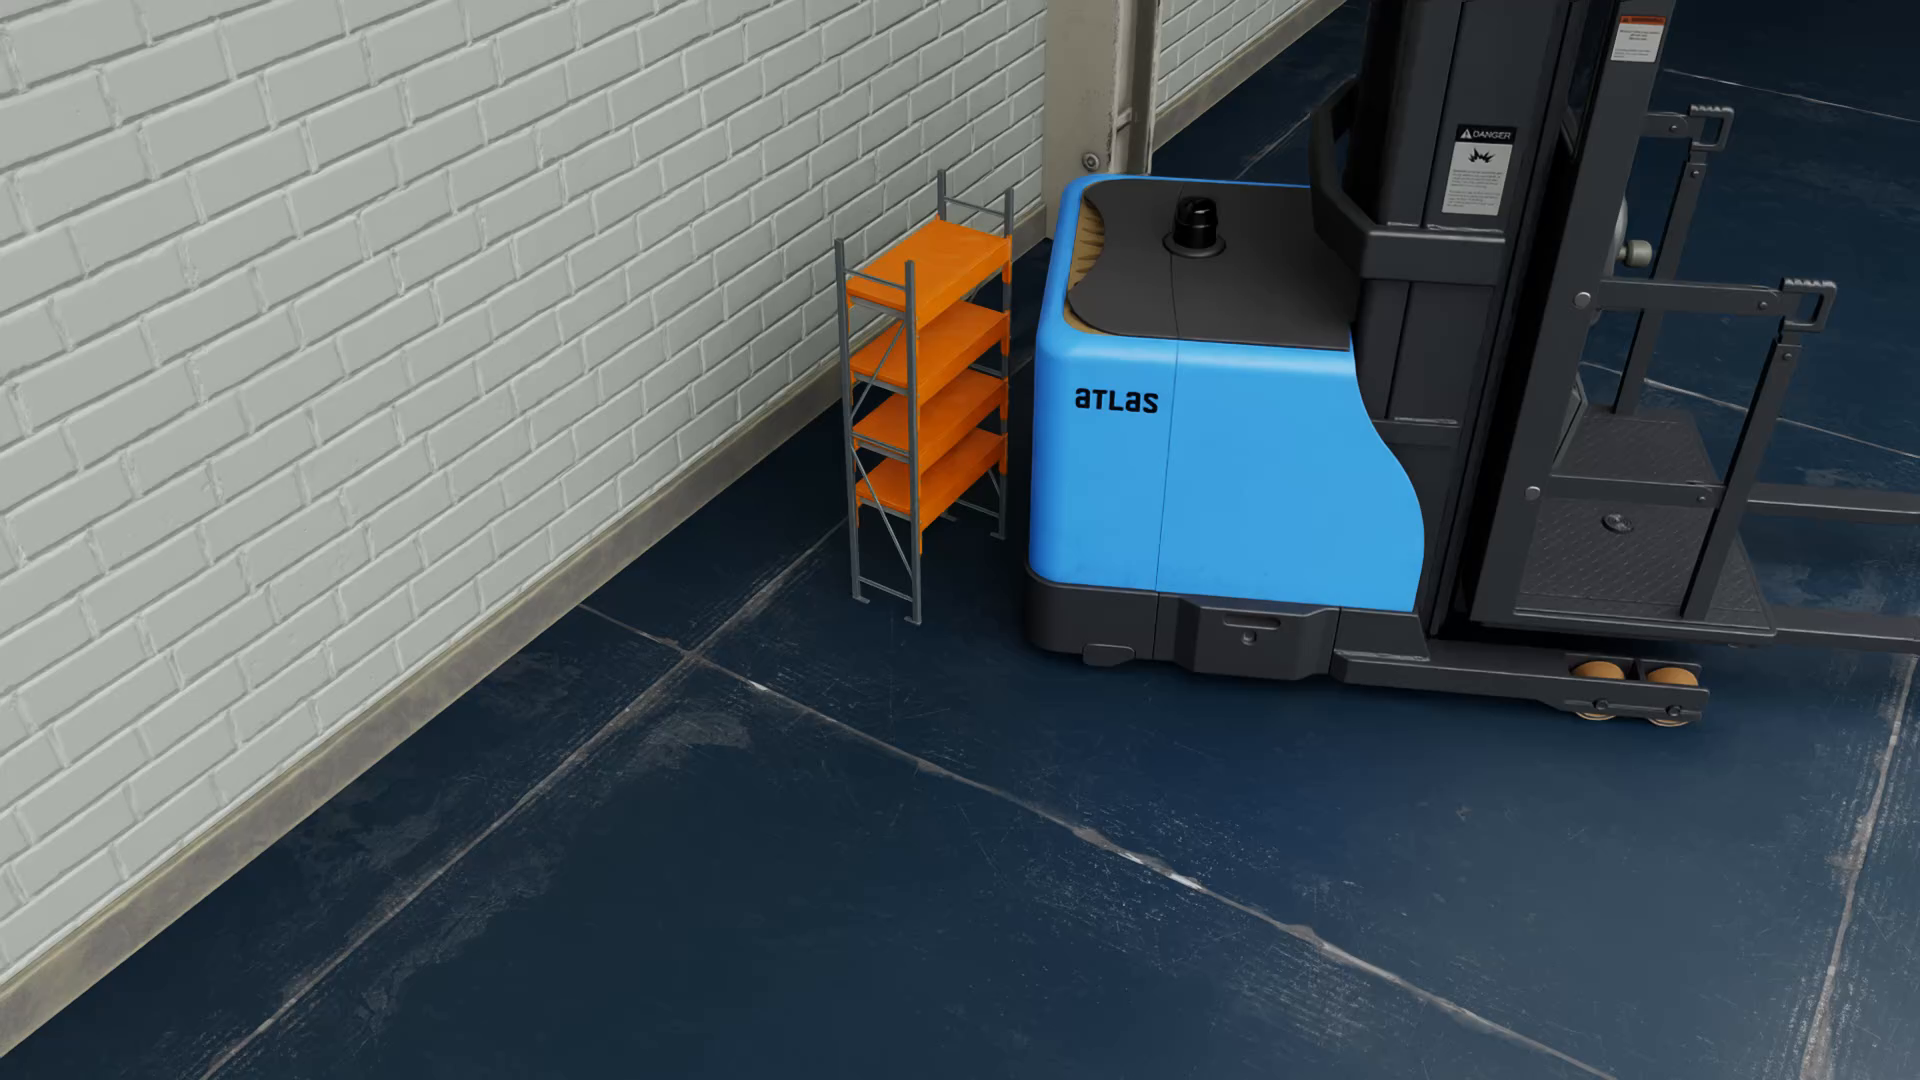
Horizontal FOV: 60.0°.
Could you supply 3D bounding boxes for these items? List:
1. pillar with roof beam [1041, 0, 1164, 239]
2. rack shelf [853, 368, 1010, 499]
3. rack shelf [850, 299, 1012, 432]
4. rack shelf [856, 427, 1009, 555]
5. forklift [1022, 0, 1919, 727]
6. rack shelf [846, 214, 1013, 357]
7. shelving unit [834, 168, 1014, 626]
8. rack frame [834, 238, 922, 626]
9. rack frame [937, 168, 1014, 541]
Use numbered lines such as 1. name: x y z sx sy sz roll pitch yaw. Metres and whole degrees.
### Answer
1. pillar with roof beam: 4.195 -3.473 2.384 9.100 9.000 0.400 21 42 25
2. rack shelf: -0.089 -0.337 4.814 0.258 0.148 0.480 21 42 25
3. rack shelf: -0.089 -0.514 4.677 0.258 0.148 0.480 21 42 25
4. rack shelf: -0.089 -0.179 4.935 0.258 0.148 0.480 21 42 25
5. forklift: 1.736 -0.993 4.138 3.031 2.935 1.130 5 38 6
6. rack shelf: -0.089 -0.701 4.533 0.258 0.148 0.480 21 42 25
7. shelving unit: -0.089 -0.390 4.773 0.258 1.200 0.503 21 42 25
8. rack frame: -0.219 -0.264 4.610 0.240 1.200 0.015 21 42 25
9. rack frame: 0.042 -0.516 4.936 0.240 1.200 0.015 21 42 25
